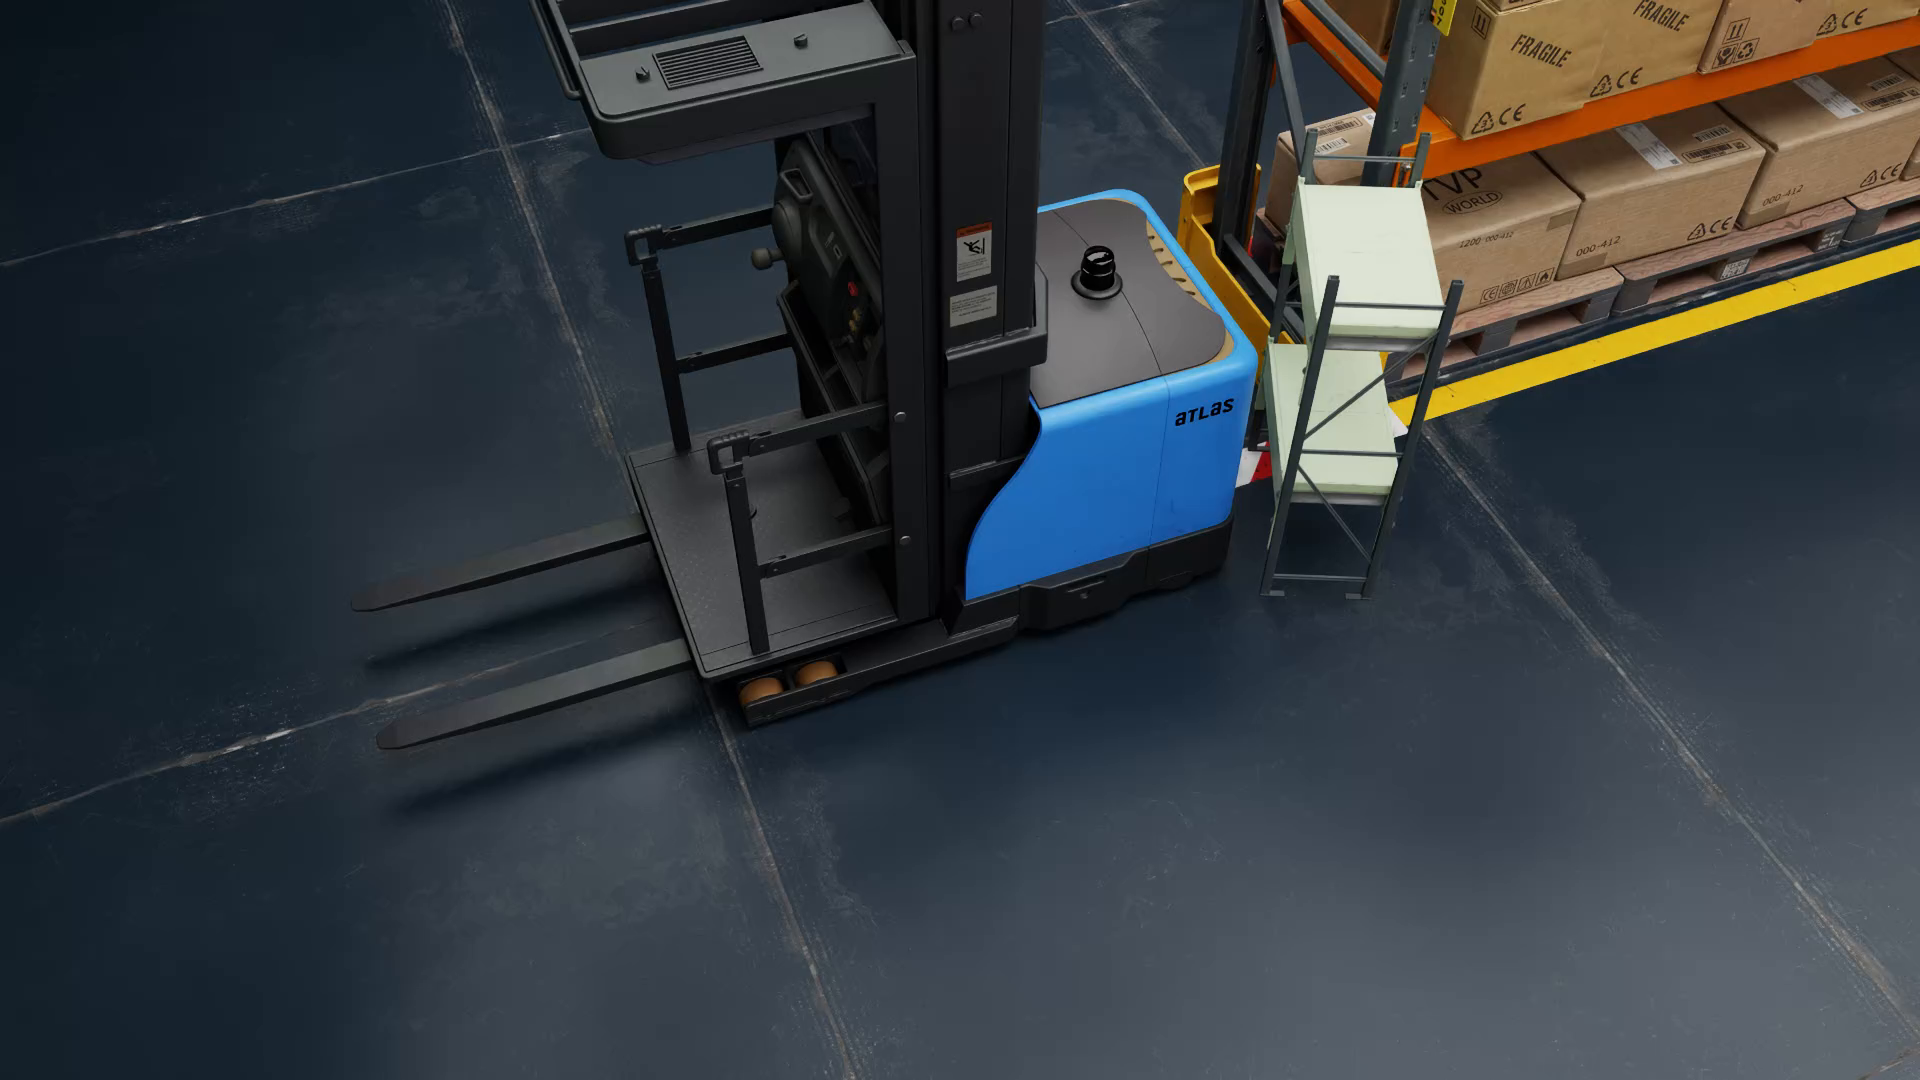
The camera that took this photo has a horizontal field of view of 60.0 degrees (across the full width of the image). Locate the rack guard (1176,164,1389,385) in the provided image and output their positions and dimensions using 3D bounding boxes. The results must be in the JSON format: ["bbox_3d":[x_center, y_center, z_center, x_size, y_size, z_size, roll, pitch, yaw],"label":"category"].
[{"bbox_3d":[1.285,-0.984,6.766,0.348,0.500,1.175,-17,52,-14],"label":"rack guard"}]

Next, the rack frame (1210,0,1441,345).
[{"bbox_3d":[1.307,-1.806,5.823,0.127,3.000,1.000,-17,52,-14],"label":"rack frame"}]

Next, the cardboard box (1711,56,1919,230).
[{"bbox_3d":[3.559,-1.893,7.311,0.875,0.438,0.875,-19,52,-15],"label":"cardboard box"}]

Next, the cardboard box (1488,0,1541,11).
[{"bbox_3d":[1.859,-2.102,5.353,0.500,0.500,0.500,-18,52,-15],"label":"cardboard box"}]

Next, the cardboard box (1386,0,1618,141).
[{"bbox_3d":[1.860,-1.774,5.731,0.500,0.500,0.500,-18,52,-15],"label":"cardboard box"}]

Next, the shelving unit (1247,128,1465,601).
[{"bbox_3d":[1.315,-0.562,5.744,0.431,1.500,0.755,2,49,2],"label":"shelving unit"}]

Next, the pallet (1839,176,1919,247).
[{"bbox_3d":[4.276,-1.881,7.727,1.213,0.211,1.003,-17,52,-14],"label":"pallet"}]

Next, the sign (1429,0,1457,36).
[{"bbox_3d":[1.511,-1.722,5.129,0.005,0.325,0.100,-17,52,-14],"label":"sign"}]

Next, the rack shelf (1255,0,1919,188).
[{"bbox_3d":[3.158,-2.145,6.589,4.000,0.370,1.077,-17,52,-14],"label":"rack shelf"}]

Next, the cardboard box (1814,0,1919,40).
[{"bbox_3d":[3.253,-2.228,6.120,0.500,0.500,0.500,-16,51,-13],"label":"cardboard box"}]

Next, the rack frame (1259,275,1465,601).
[{"bbox_3d":[1.295,-0.285,5.506,0.400,1.500,0.023,2,49,2],"label":"rack frame"}]

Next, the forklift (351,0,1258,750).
[{"bbox_3d":[-0.587,-0.784,4.991,3.031,2.935,1.130,-16,51,-14],"label":"forklift"}]

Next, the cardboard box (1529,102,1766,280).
[{"bbox_3d":[2.724,-1.636,7.090,0.875,0.438,0.875,-16,51,-13],"label":"cardboard box"}]

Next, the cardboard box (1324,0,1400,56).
[{"bbox_3d":[1.653,-2.162,6.064,0.500,0.500,0.500,-17,51,-14],"label":"cardboard box"}]

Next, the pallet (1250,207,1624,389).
[{"bbox_3d":[2.017,-1.181,7.126,1.213,0.211,1.003,-17,52,-14],"label":"pallet"}]

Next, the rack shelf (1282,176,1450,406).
[{"bbox_3d":[1.315,-0.816,5.448,0.431,0.370,0.720,2,49,2],"label":"rack shelf"}]

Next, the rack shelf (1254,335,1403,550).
[{"bbox_3d":[1.315,-0.350,5.991,0.431,0.370,0.720,2,49,2],"label":"rack shelf"}]

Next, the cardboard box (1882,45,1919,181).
[{"bbox_3d":[4.388,-2.150,7.532,0.875,0.438,0.875,-18,52,-15],"label":"cardboard box"}]

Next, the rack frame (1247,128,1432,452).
[{"bbox_3d":[1.334,-0.839,5.982,0.400,1.500,0.023,2,49,2],"label":"rack frame"}]

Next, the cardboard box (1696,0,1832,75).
[{"bbox_3d":[2.795,-2.072,5.986,0.500,0.500,0.500,-17,52,-14],"label":"cardboard box"}]

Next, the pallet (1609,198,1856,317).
[{"bbox_3d":[3.145,-1.529,7.424,1.213,0.211,1.003,-17,52,-14],"label":"pallet"}]

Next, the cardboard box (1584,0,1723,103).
[{"bbox_3d":[2.317,-1.939,5.872,0.500,0.500,0.500,-18,52,-15],"label":"cardboard box"}]

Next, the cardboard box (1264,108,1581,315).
[{"bbox_3d":[1.880,-1.367,6.859,0.875,0.438,0.875,-19,52,-15],"label":"cardboard box"}]
